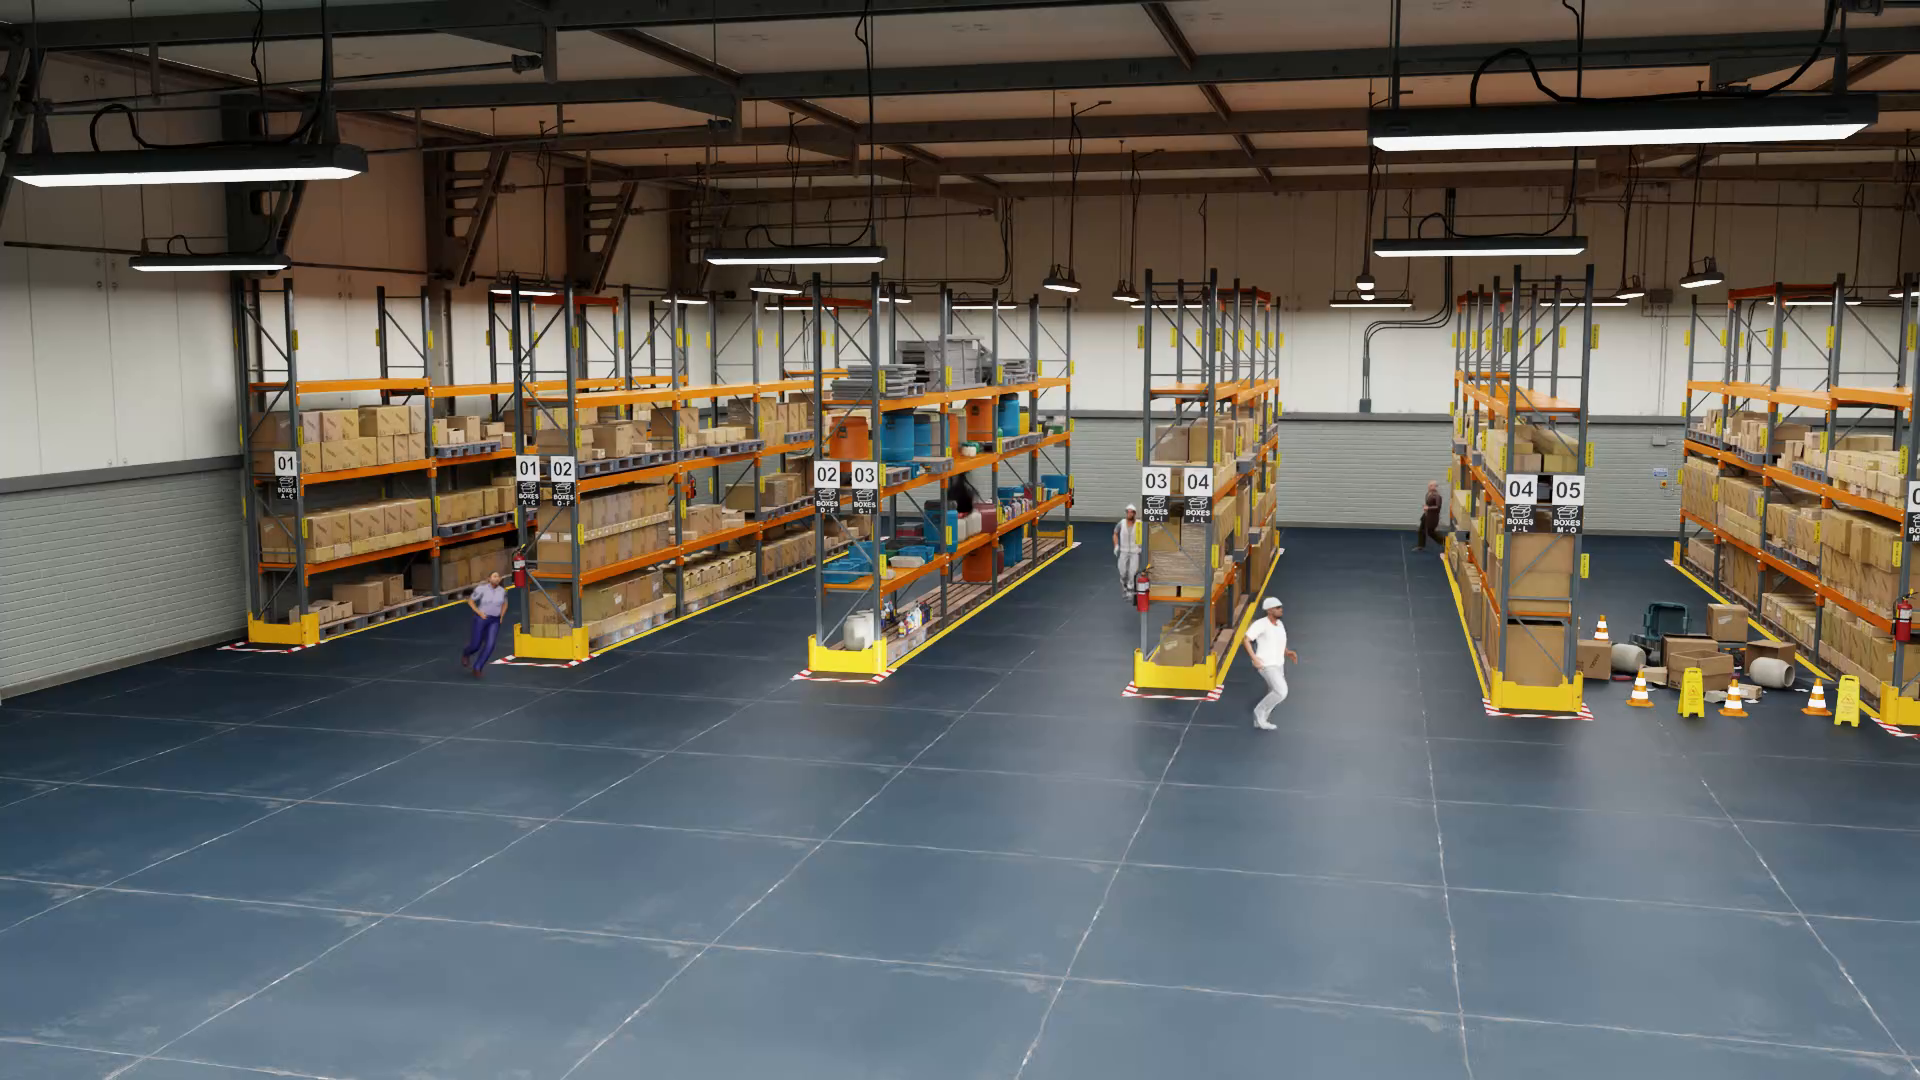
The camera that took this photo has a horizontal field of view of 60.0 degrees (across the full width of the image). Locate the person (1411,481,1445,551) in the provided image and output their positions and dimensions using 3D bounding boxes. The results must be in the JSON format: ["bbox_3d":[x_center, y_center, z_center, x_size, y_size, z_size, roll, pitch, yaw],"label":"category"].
[{"bbox_3d":[11.220,-0.549,39.357,0.886,1.736,0.739,-1,7,-4],"label":"person"}]

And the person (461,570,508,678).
[{"bbox_3d":[-7.151,1.239,25.131,0.673,1.569,0.694,-5,8,-34],"label":"person"}]

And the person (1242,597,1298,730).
[{"bbox_3d":[4.004,1.594,21.296,0.568,1.724,0.697,6,9,41],"label":"person"}]

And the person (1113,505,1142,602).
[{"bbox_3d":[3.091,0.240,30.067,0.673,1.763,0.548,1,7,11],"label":"person"}]
